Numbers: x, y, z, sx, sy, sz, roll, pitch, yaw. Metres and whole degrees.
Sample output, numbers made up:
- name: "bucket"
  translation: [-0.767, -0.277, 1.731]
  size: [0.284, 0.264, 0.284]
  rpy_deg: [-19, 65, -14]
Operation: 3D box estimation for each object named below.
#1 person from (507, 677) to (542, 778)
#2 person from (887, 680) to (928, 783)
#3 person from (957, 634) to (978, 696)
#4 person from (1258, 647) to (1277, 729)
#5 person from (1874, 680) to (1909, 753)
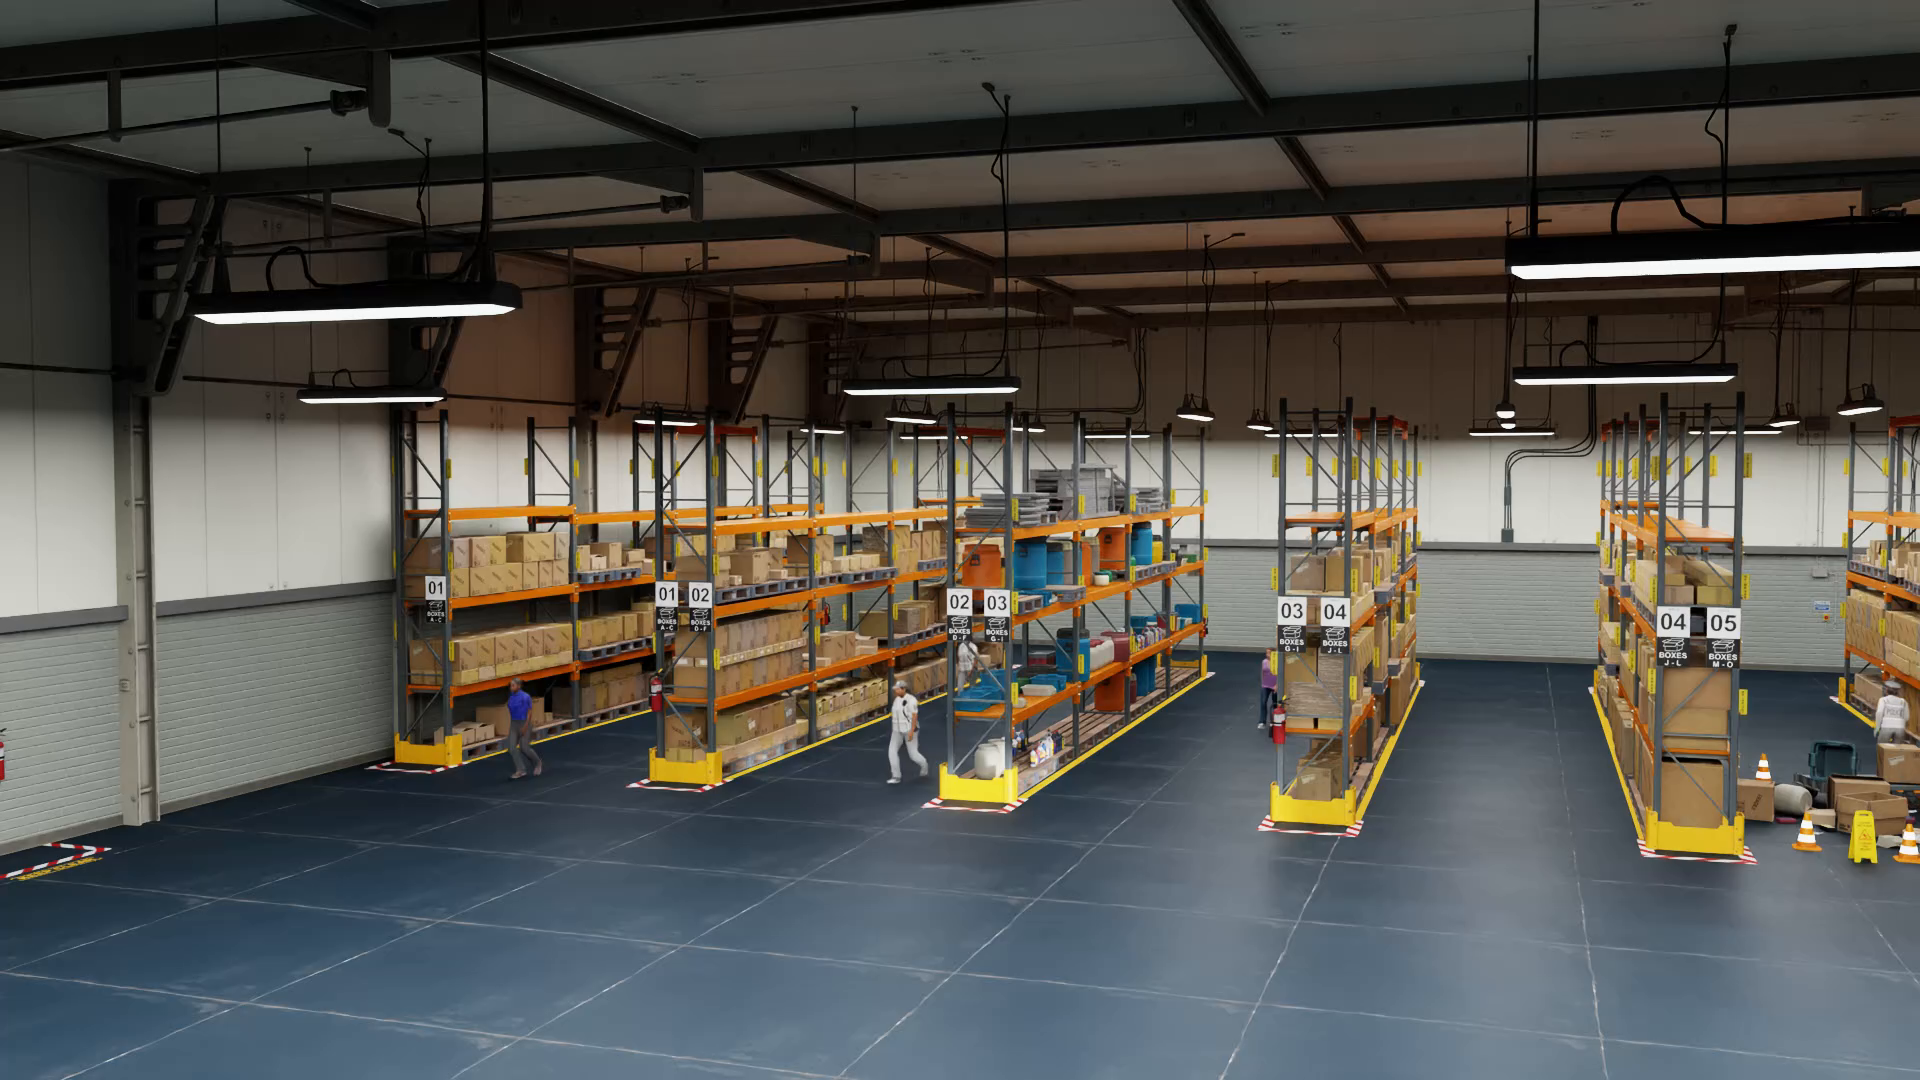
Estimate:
- name: "person"
  translation: [-7.095, 3.047, 27.074]
  size: [0.520, 1.666, 0.563]
  rpy_deg: [2, 3, 32]
- name: "person"
  translation: [-0.871, 3.051, 26.565]
  size: [0.487, 1.607, 0.872]
  rpy_deg: [2, 3, 33]
- name: "person"
  translation: [0.130, 2.696, 34.151]
  size: [0.467, 1.641, 0.905]
  rpy_deg: [1, 3, 26]
- name: "person"
  translation: [5.945, 2.835, 31.907]
  size: [0.432, 1.552, 0.903]
  rpy_deg: [1, 3, 28]
- name: "person"
  translation: [14.989, 3.071, 26.758]
  size: [0.538, 1.578, 0.706]
  rpy_deg: [1, 3, 20]
